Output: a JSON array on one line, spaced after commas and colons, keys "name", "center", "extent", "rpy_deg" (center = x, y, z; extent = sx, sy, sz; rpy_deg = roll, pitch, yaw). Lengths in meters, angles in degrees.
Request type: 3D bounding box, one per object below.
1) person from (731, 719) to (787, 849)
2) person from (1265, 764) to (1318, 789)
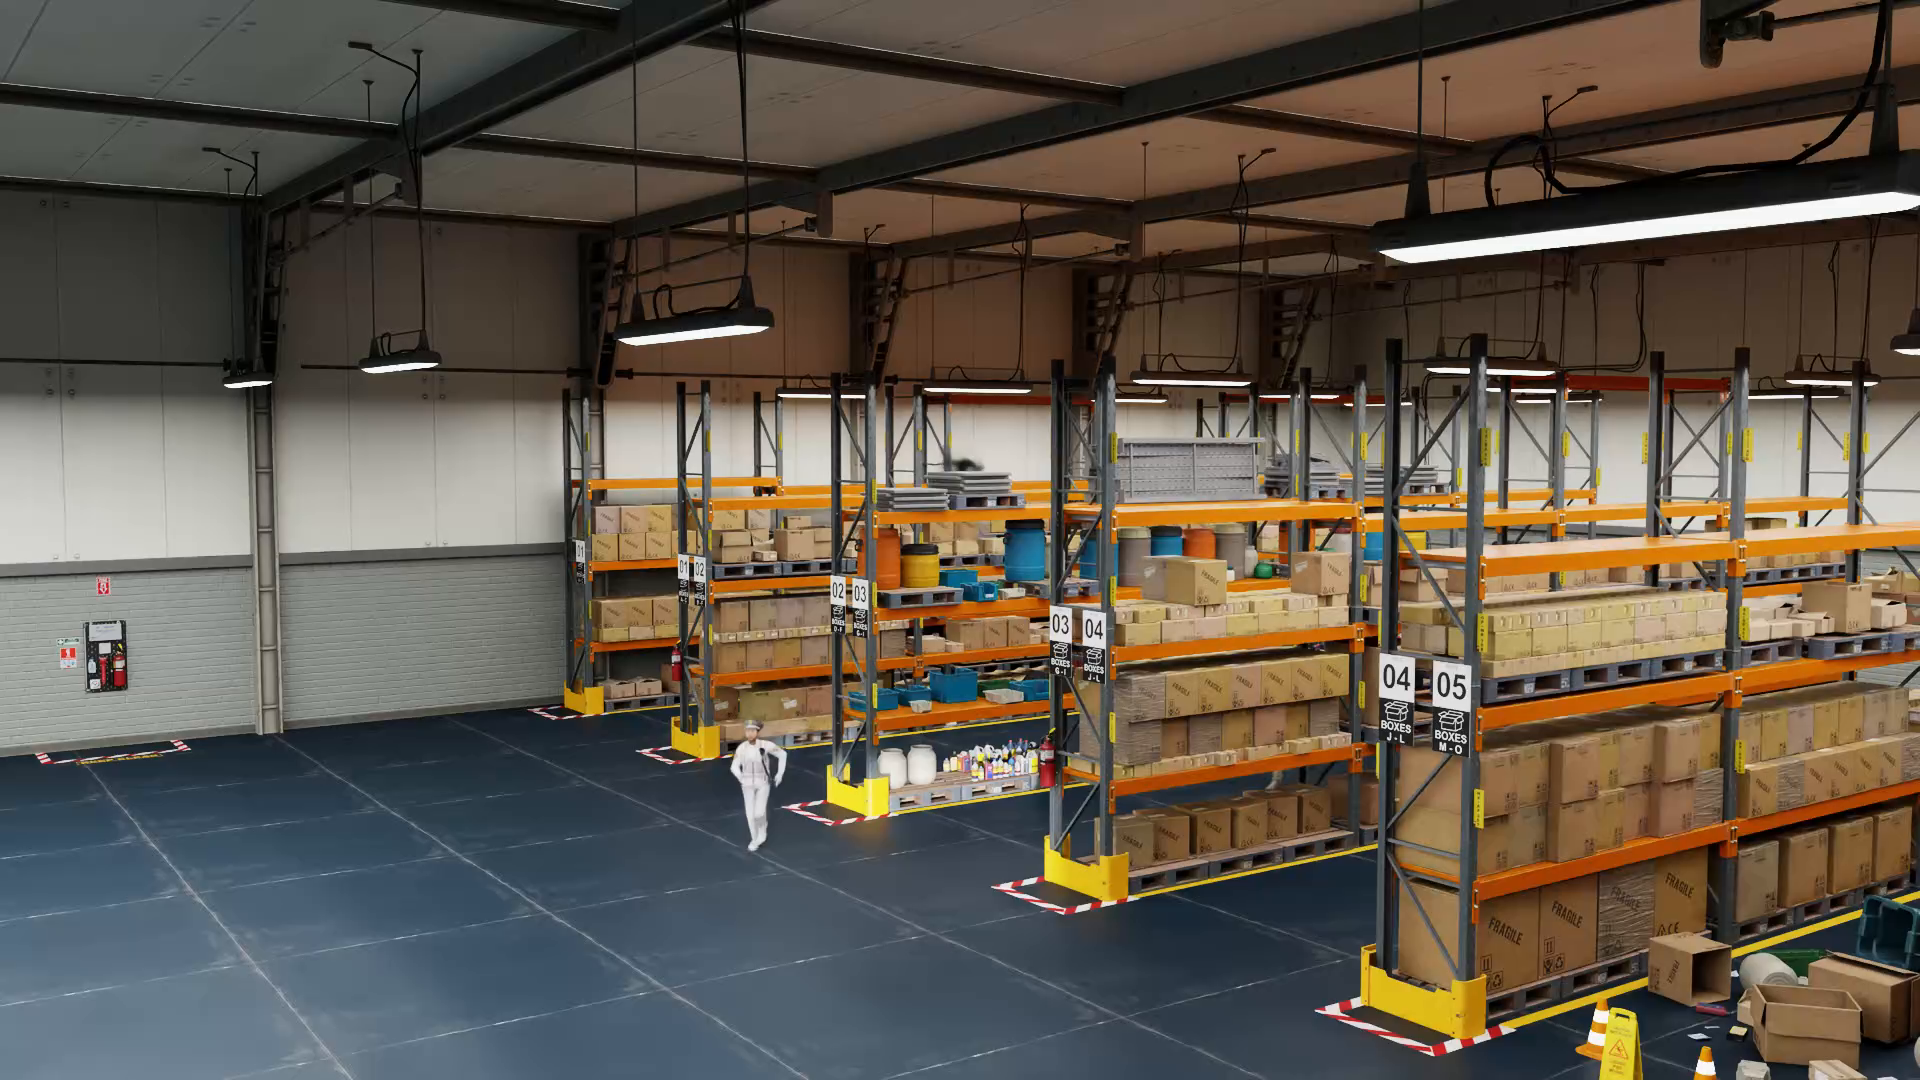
[{"name": "person", "center": [-2.495, 3.017, 20.445], "extent": [0.643, 1.647, 0.695], "rpy_deg": [1, 4, 9]}, {"name": "person", "center": [4.869, 2.779, 24.378], "extent": [1.018, 1.719, 0.643], "rpy_deg": [-3, 5, -40]}]
